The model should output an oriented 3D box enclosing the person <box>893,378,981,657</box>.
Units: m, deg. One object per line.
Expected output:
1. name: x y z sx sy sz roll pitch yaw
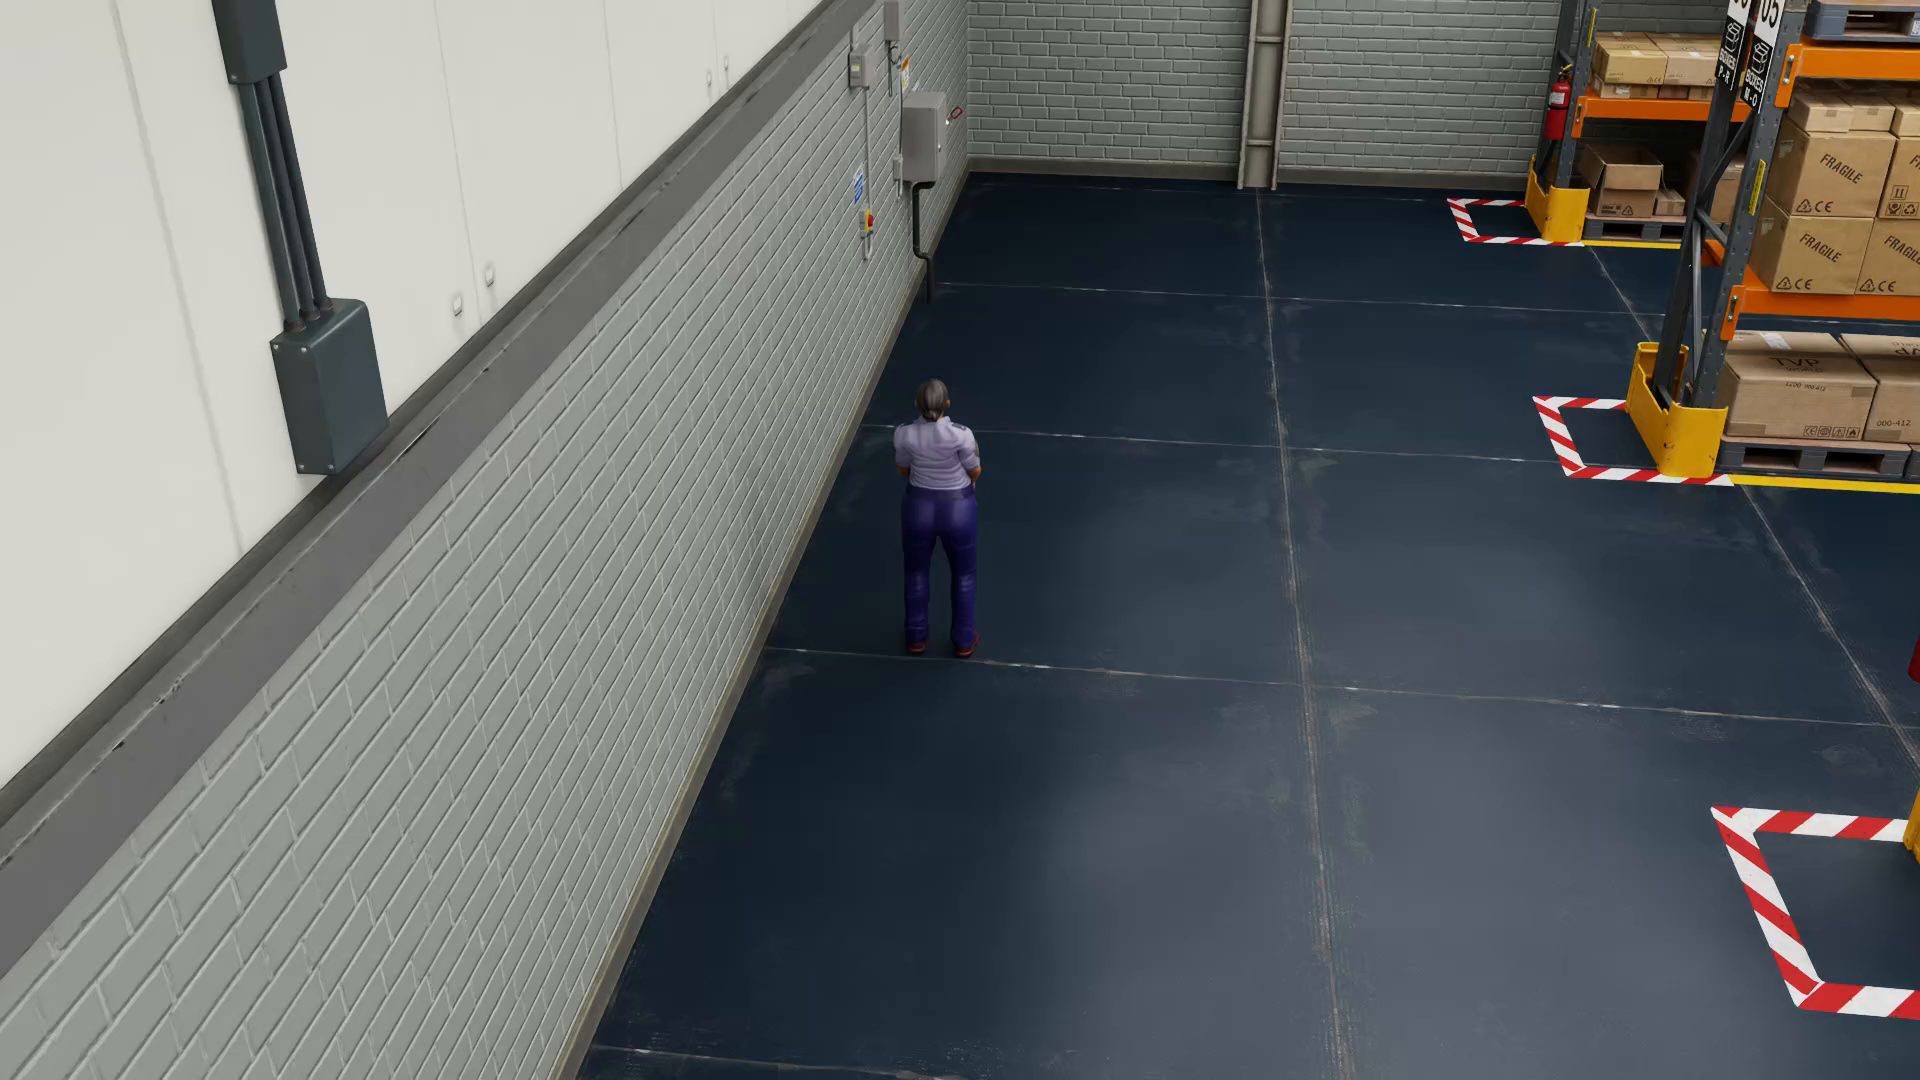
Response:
1. person: -0.111 -0.158 8.956 0.452 1.620 0.516 4 29 6
